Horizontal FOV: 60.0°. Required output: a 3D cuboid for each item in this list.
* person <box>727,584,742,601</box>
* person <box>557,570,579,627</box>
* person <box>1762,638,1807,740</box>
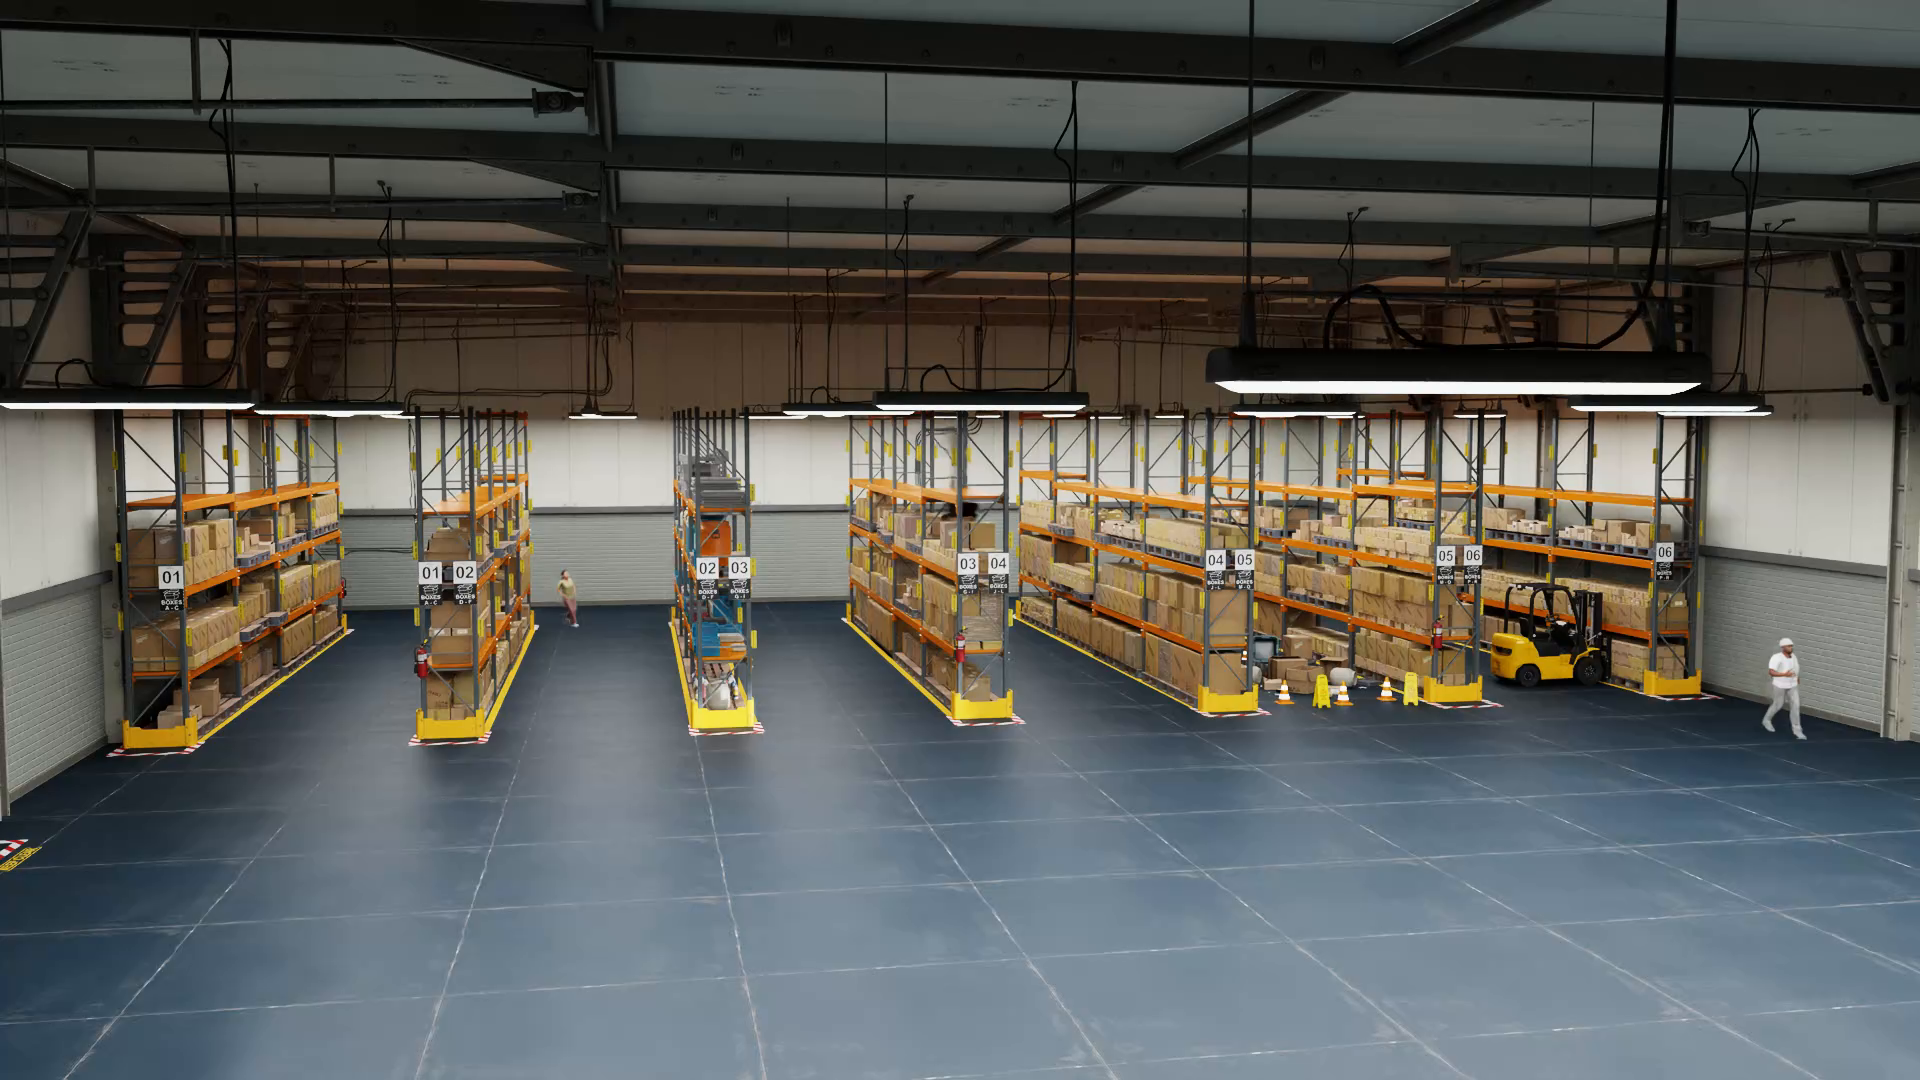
[{"bbox_3d":[-6.626,1.405,48.164,0.822,1.735,0.686,0,4,-3],"label":"person"},{"bbox_3d":[-10.926,1.628,46.256,0.575,1.595,0.548,-4,5,-42],"label":"person"},{"bbox_3d":[14.965,2.667,30.166,0.704,1.780,0.943,-1,4,-13],"label":"person"}]
